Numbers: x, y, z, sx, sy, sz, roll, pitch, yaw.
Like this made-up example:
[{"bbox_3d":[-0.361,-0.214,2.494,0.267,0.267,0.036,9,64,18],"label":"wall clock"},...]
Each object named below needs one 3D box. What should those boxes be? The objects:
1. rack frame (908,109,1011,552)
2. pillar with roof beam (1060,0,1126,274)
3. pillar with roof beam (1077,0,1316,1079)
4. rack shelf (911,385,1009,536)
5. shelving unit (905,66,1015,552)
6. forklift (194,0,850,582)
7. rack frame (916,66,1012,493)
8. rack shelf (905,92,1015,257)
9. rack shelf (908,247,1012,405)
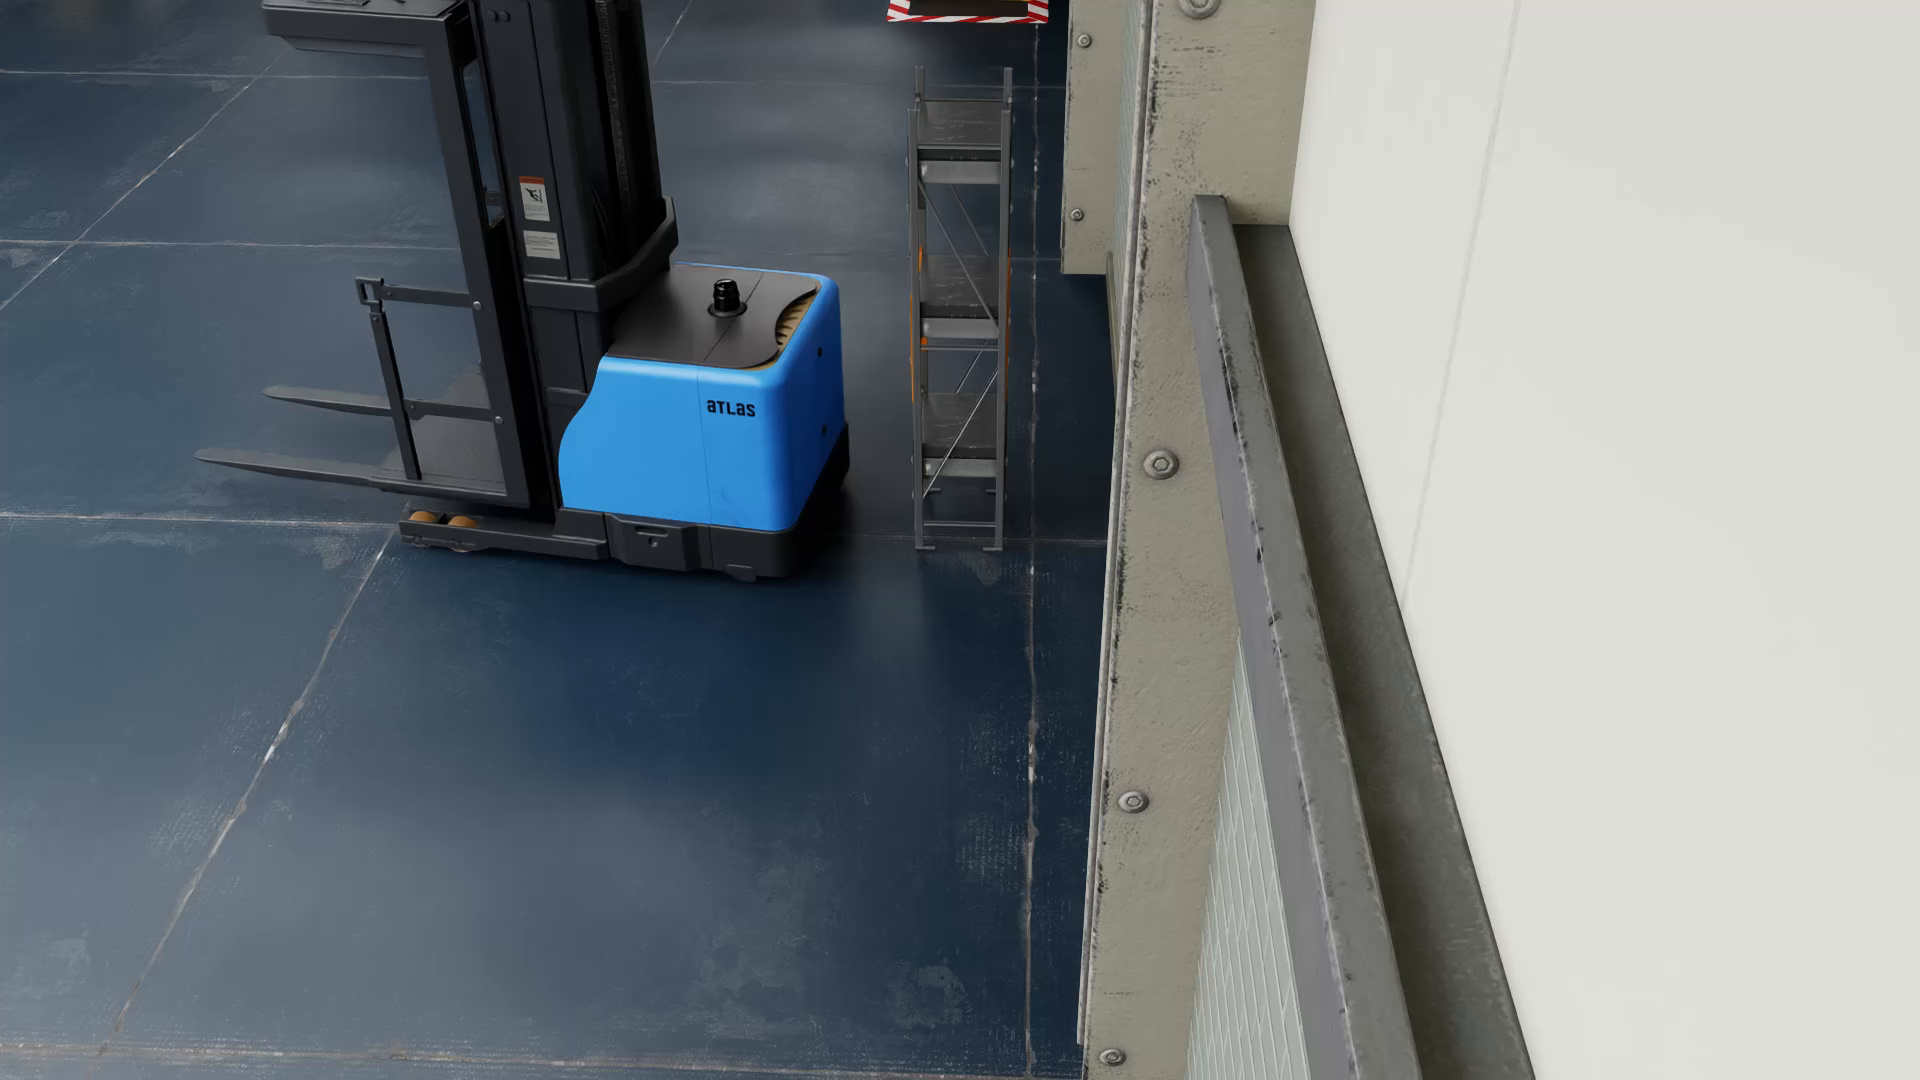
[{"bbox_3d":[-0.003,-0.814,7.082,0.400,2.100,0.015,1,35,2],"label":"rack frame"},{"bbox_3d":[-3.530,-5.502,7.752,9.100,9.000,0.400,1,35,2],"label":"pillar with roof beam"},{"bbox_3d":[-3.771,-2.054,2.847,9.100,9.000,0.400,1,35,2],"label":"pillar with roof beam"},{"bbox_3d":[0.007,-0.370,7.692,0.431,0.518,0.480,1,35,2],"label":"rack shelf"},{"bbox_3d":[0.007,-0.954,7.282,0.431,2.100,0.503,1,35,2],"label":"shelving unit"},{"bbox_3d":[-2.109,-1.431,7.237,3.031,2.935,1.130,7,36,9],"label":"forklift"},{"bbox_3d":[0.016,-1.094,7.481,0.400,2.100,0.015,1,35,2],"label":"rack frame"},{"bbox_3d":[0.007,-1.516,6.887,0.431,0.518,0.480,1,35,2],"label":"rack shelf"},{"bbox_3d":[0.007,-0.943,7.289,0.431,0.518,0.480,1,35,2],"label":"rack shelf"}]
